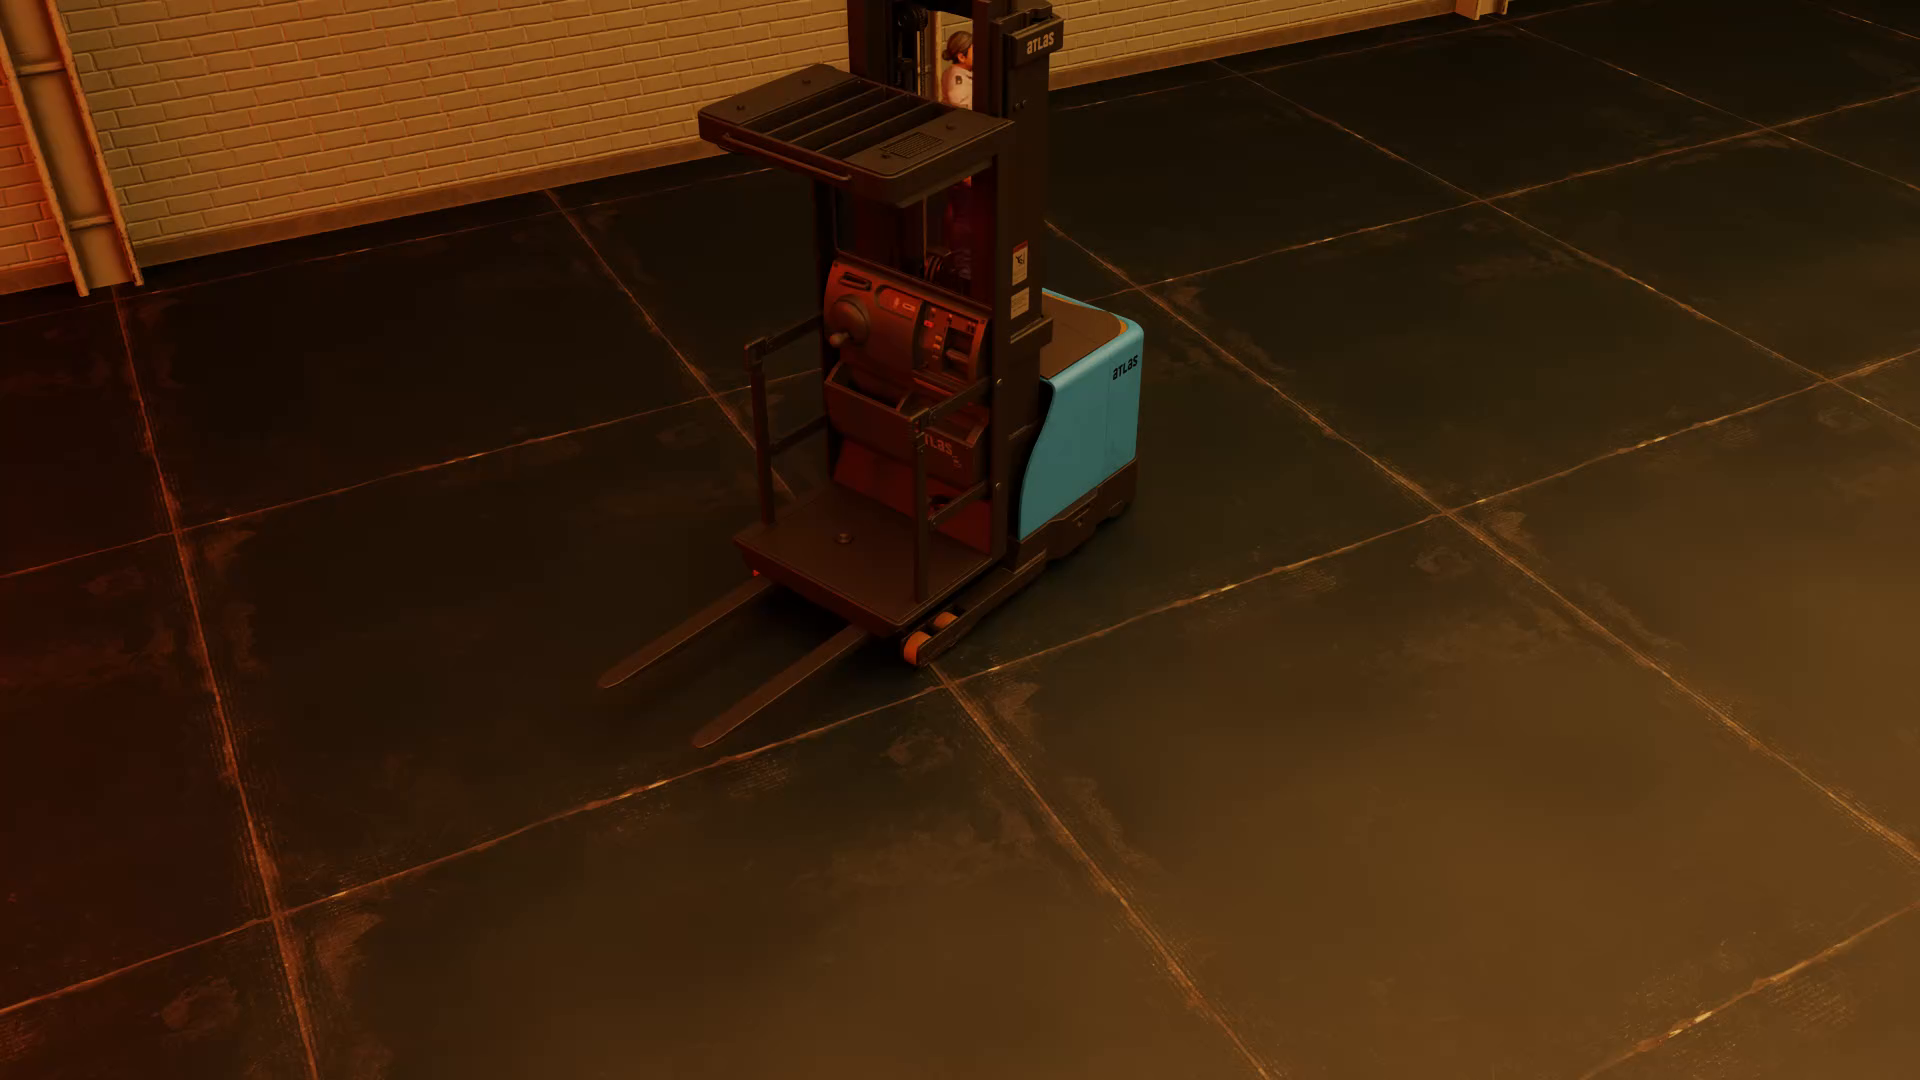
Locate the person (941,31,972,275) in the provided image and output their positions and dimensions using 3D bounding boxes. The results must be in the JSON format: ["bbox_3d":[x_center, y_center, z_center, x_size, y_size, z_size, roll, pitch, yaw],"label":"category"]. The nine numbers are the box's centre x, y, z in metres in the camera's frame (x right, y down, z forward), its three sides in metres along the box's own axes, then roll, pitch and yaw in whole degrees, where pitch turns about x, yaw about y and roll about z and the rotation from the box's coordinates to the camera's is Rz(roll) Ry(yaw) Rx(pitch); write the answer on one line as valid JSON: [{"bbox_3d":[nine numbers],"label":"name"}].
[{"bbox_3d":[0.032,-2.456,10.714,0.352,1.653,0.480,-5,36,-8],"label":"person"}]

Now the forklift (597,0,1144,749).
[{"bbox_3d":[-0.390,-0.927,7.434,1.130,2.935,3.031,26,43,31],"label":"forklift"}]
